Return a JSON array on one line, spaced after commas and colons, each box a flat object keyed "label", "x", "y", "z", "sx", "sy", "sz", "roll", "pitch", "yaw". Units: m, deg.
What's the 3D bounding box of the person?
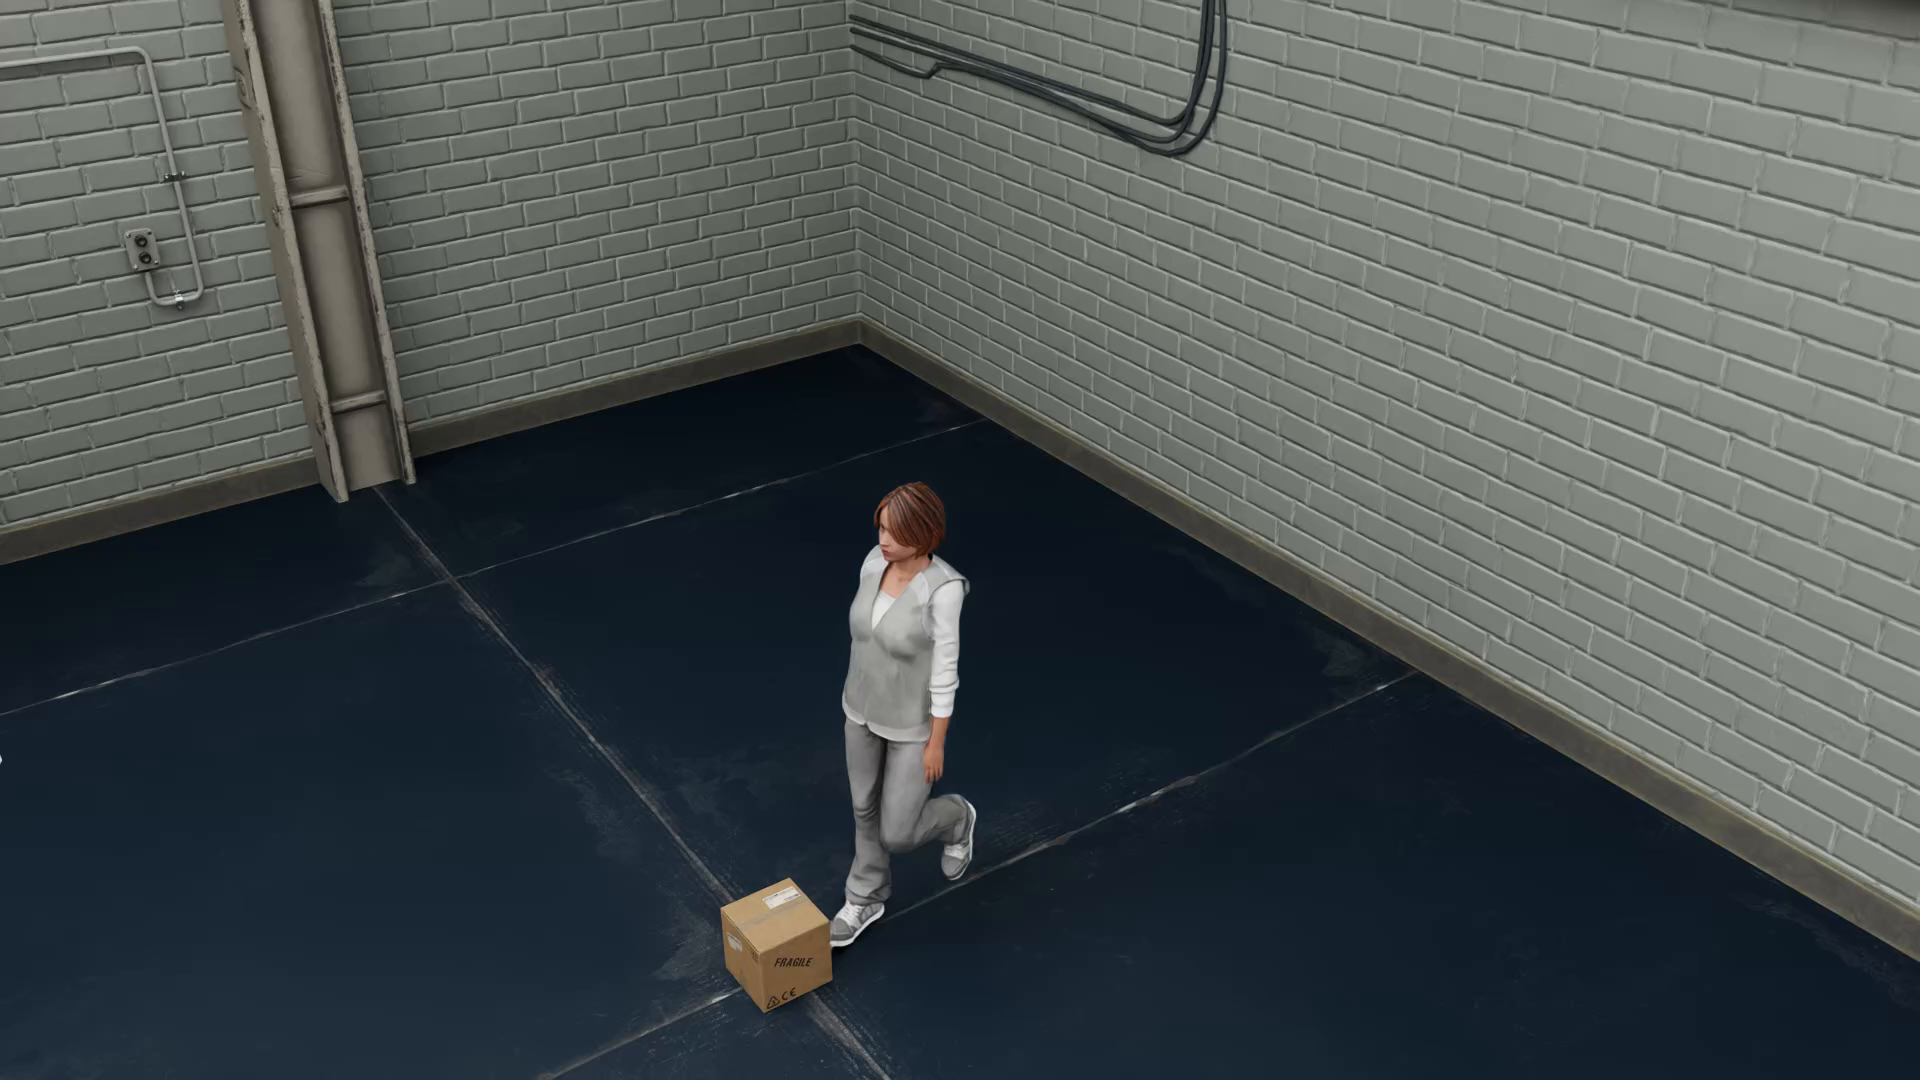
[{"label": "person", "x": -0.183, "y": 0.551, "z": 5.132, "sx": 0.432, "sy": 1.591, "sz": 0.578, "roll": 22, "pitch": 36, "yaw": 35}]
